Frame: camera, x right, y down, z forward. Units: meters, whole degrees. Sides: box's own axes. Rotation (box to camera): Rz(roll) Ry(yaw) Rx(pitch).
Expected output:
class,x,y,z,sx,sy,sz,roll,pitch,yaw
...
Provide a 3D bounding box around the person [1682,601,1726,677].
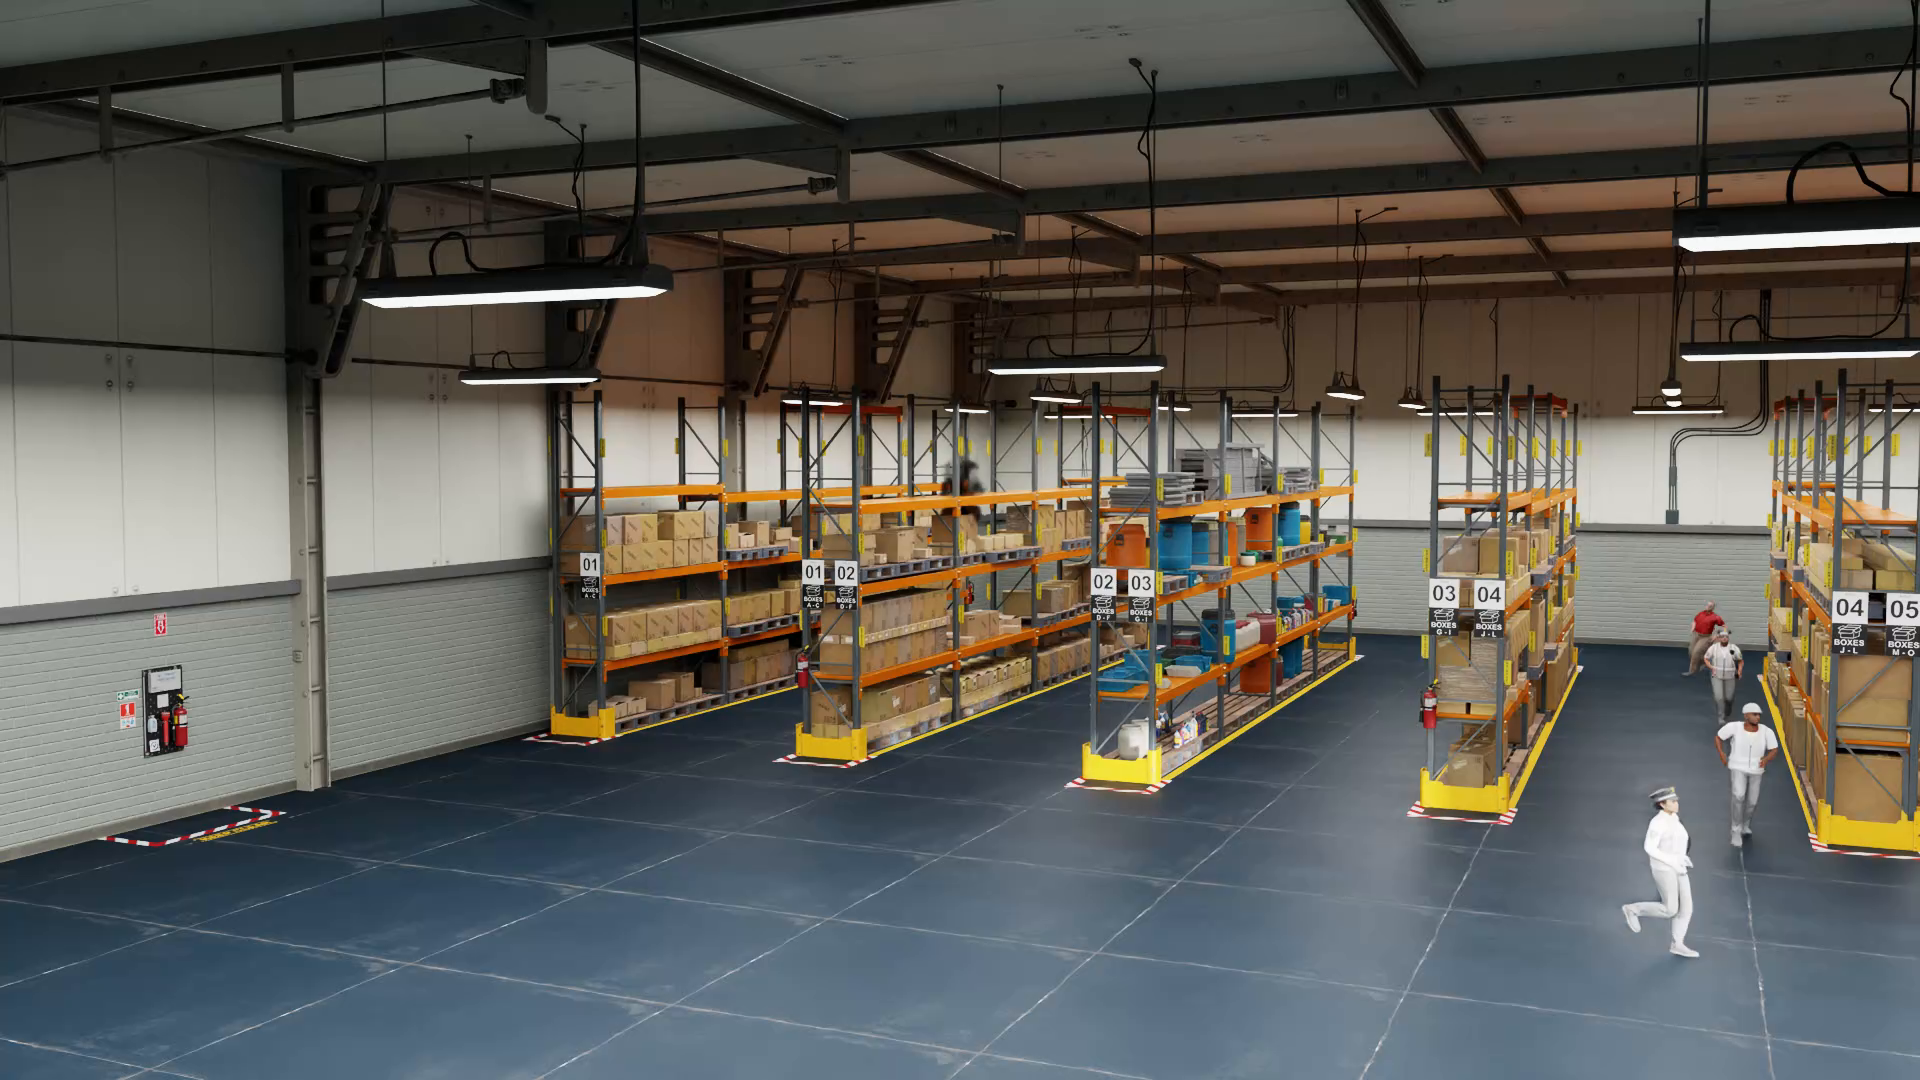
class,x,y,z,sx,sy,sz,roll,pitch,yaw
person,16.262,2.167,36.361,0.783,1.652,0.734,-1,3,-23

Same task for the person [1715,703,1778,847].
class,x,y,z,sx,sy,sz,roll,pitch,yaw
person,10.023,2.964,21.153,0.704,1.805,0.770,1,3,12

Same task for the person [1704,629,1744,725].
class,x,y,z,sx,sy,sz,roll,pitch,yaw
person,13.883,2.473,30.242,0.665,1.747,0.593,1,3,22

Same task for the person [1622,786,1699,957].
class,x,y,z,sx,sy,sz,roll,pitch,yaw
person,7.002,3.258,16.518,0.617,1.661,0.742,-3,4,-43
